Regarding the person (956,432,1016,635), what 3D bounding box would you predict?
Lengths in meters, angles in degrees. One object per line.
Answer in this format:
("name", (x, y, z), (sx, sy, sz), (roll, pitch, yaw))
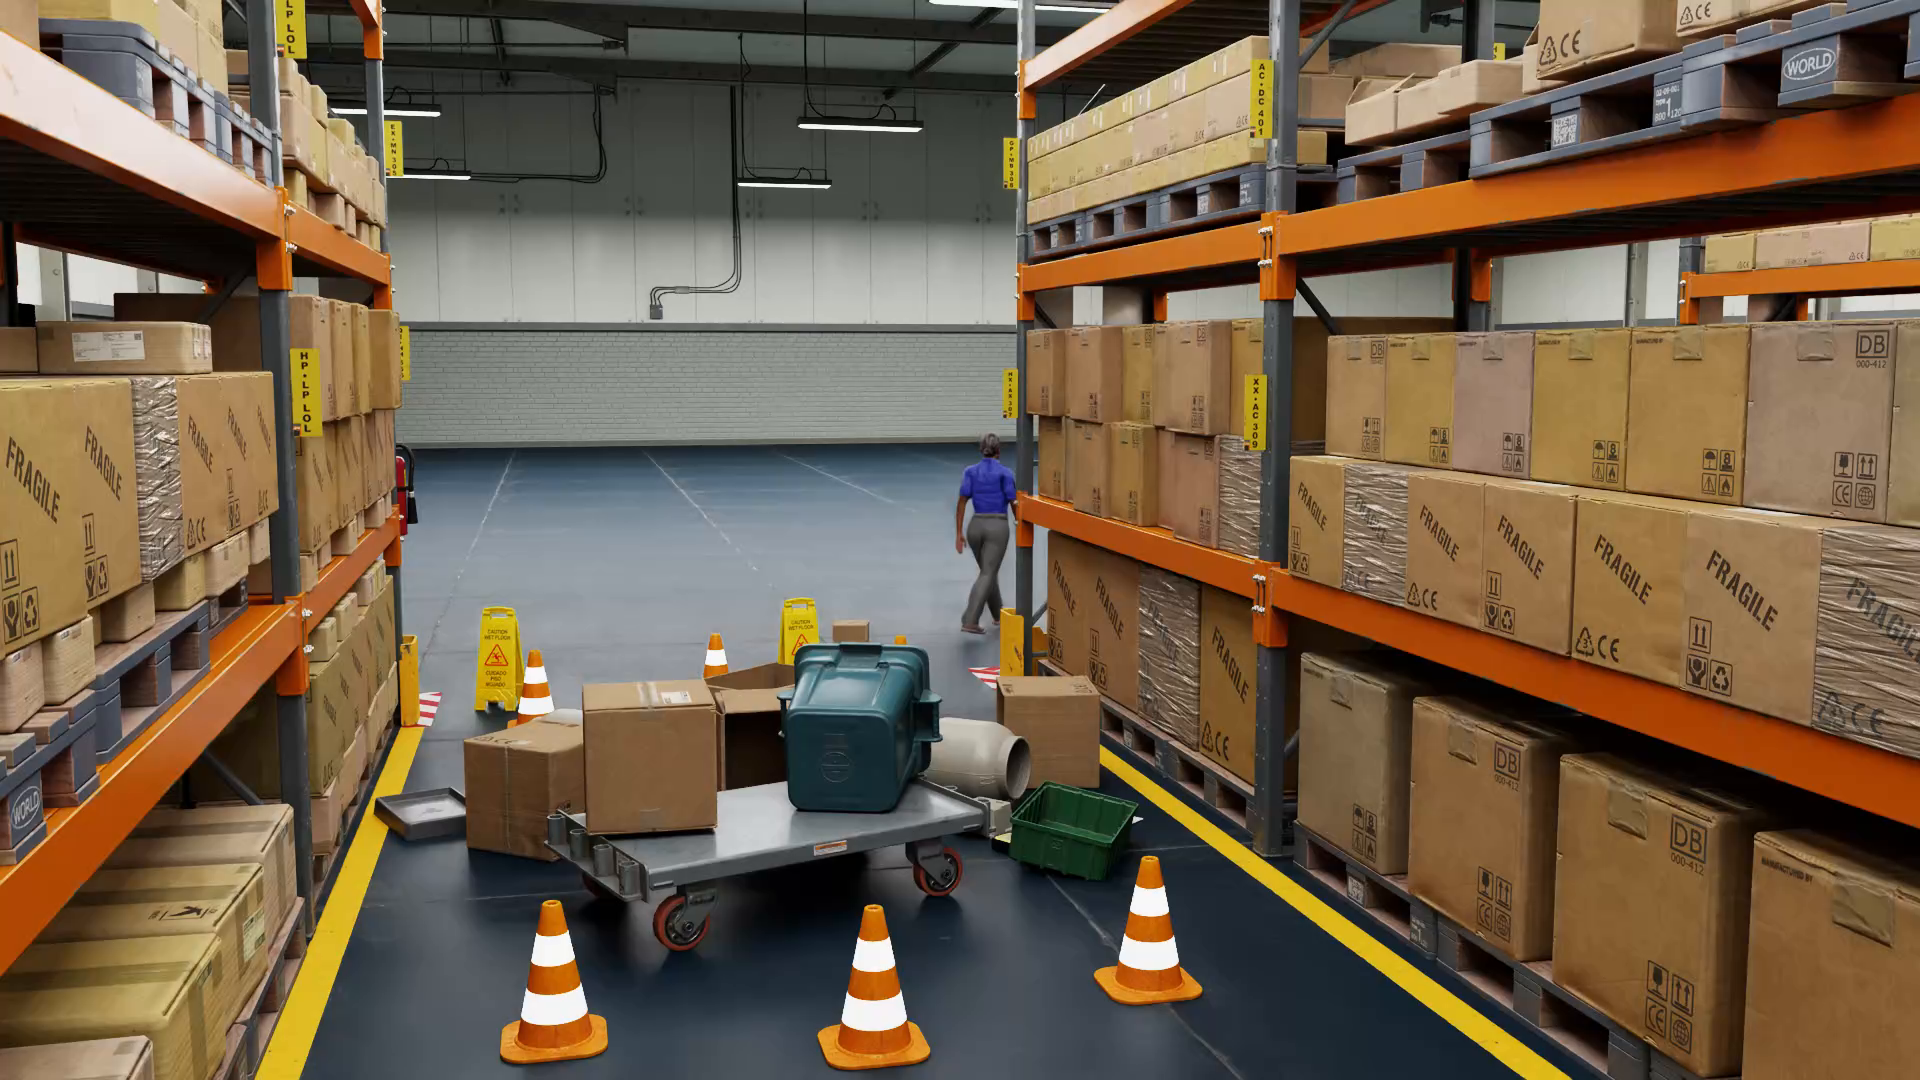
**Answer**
("person", (0.252, -0.066, 13.311), (0.475, 1.589, 1.041), (3, 7, 29))
